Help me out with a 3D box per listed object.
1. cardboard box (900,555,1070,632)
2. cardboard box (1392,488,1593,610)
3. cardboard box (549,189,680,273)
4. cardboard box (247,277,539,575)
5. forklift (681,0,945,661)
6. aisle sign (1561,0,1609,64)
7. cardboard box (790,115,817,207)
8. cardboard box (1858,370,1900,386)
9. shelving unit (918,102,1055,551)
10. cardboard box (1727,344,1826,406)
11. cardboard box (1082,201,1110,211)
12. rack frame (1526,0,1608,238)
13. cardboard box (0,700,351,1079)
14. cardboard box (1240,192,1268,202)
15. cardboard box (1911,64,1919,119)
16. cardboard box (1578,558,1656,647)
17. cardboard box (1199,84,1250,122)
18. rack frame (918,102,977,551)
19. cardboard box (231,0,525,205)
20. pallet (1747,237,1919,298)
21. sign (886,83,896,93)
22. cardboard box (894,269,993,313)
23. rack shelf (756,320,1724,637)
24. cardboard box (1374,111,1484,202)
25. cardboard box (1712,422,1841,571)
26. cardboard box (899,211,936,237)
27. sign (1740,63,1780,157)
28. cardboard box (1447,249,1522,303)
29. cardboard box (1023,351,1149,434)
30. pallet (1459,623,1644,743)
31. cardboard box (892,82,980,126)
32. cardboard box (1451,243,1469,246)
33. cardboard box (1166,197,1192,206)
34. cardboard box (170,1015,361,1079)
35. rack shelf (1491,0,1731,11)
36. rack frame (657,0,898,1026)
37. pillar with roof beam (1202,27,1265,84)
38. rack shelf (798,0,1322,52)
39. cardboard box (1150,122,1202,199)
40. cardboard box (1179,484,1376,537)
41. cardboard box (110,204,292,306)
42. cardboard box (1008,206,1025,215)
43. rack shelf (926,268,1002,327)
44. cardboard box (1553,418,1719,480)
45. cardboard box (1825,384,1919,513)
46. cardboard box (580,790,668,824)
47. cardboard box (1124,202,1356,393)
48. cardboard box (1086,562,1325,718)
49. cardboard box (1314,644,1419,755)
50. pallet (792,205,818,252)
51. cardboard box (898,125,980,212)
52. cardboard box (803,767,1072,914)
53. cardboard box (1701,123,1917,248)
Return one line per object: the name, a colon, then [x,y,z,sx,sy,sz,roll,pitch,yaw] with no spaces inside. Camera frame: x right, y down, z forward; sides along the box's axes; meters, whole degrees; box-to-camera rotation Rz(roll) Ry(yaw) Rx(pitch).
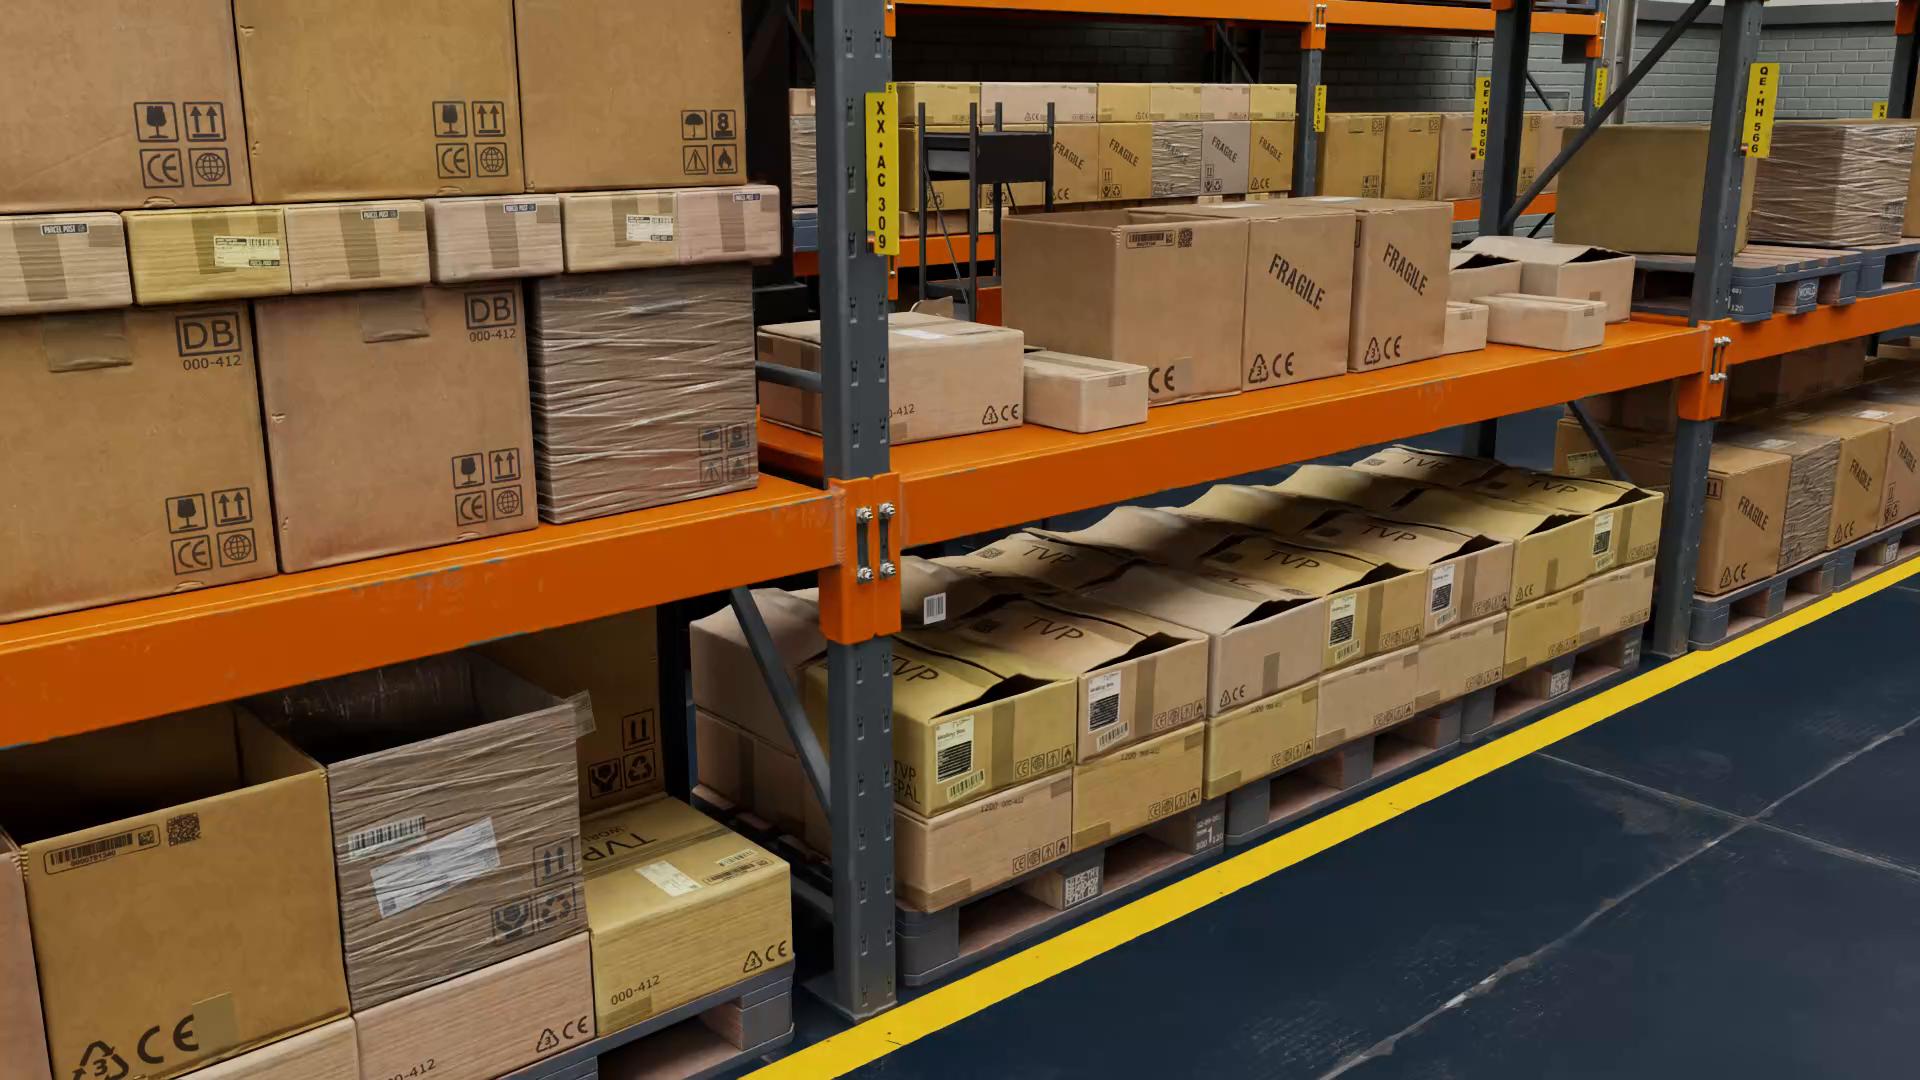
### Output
cardboard box: [-0.020,0.235,4.987,0.500,0.311,0.500,-12,19,-38]
cardboard box: [1.871,-0.003,5.877,0.500,0.311,0.500,-13,20,-40]
cardboard box: [-0.778,-0.639,3.377,0.250,0.149,0.380,-13,20,-41]
cardboard box: [-1.250,-0.287,3.320,0.500,0.500,0.700,-13,20,-40]
forklift: [-1.440,-1.019,6.386,1.130,2.935,3.031,14,20,41]
aisle sign: [5.524,-4.612,14.668,0.004,0.787,0.394,-13,19,-39]
cardboard box: [-1.111,-2.227,9.728,0.700,0.500,0.500,13,20,40]
cardboard box: [4.589,-0.639,8.822,0.500,0.500,0.500,-12,19,-39]
shelving unit: [0.125,-1.042,8.084,0.503,2.100,0.431,-13,19,-39]
cardboard box: [3.852,-0.840,8.119,0.500,0.250,0.500,-13,20,-40]
cardboard box: [0.788,-2.208,11.153,0.250,0.149,0.380,-13,19,-39]
rack frame: [5.272,-3.403,15.176,0.127,3.000,1.000,-13,19,-39]
cardboard box: [-1.492,0.646,3.080,0.500,0.500,0.500,-13,19,-39]
cardboard box: [2.011,-2.454,12.071,0.250,0.149,0.380,-12,19,-38]
cardboard box: [5.721,-2.429,9.399,0.500,0.500,0.500,-13,19,-39]
cardboard box: [2.255,0.178,6.284,0.500,0.250,0.500,-12,19,-38]
cardboard box: [1.678,-3.075,11.689,0.500,0.250,0.500,-12,19,-38]
rack frame: [-0.059,-1.001,7.929,0.015,2.100,0.400,-13,19,-39]
cardboard box: [-1.237,-0.919,3.170,0.500,0.500,0.700,-13,20,-39]
pallet: [3.956,-1.321,7.756,1.213,0.211,1.003,-13,19,-39]
sign: [-0.399,-2.465,9.574,0.005,0.325,0.100,-13,19,-39]
cardboard box: [-0.122,-1.311,10.697,0.750,0.750,0.750,-13,20,-40]
rack shelf: [0.983,-0.397,5.319,4.000,0.370,1.077,-13,19,-39]
cardboard box: [3.771,-3.207,13.861,0.700,0.700,0.980,-14,20,-42]
cardboard box: [3.414,-0.200,7.177,0.500,0.500,0.500,-14,20,-41]
cardboard box: [-0.362,-1.946,10.173,0.250,0.149,0.380,-13,20,-40]
sign: [2.859,-1.536,5.943,0.005,0.325,0.100,-13,19,-39]
cardboard box: [1.690,-0.927,6.080,0.500,0.311,0.500,-13,20,-40]
cardboard box: [0.277,-0.395,4.403,0.250,0.149,0.380,-13,19,-39]
pallet: [1.845,0.395,6.361,1.213,0.211,1.003,-13,19,-39]
cardboard box: [-0.229,-2.643,10.070,0.500,0.250,0.500,-12,19,-38]
cardboard box: [4.391,-2.547,14.747,0.250,0.149,0.380,-13,19,-39]
cardboard box: [1.397,-2.334,11.623,0.250,0.149,0.380,-13,19,-39]
cardboard box: [-1.483,1.011,3.167,0.500,0.250,0.500,-13,19,-39]
rack shelf: [0.983,-1.847,4.932,4.000,0.370,1.077,-13,19,-39]
rack frame: [-0.526,-0.406,3.958,0.127,3.000,1.000,-13,19,-39]
pillar with roof beam: [5.041,-5.072,9.802,0.400,9.000,9.100,-13,19,-39]
rack shelf: [0.746,-3.488,11.077,4.000,0.370,1.077,-13,19,-39]
cardboard box: [1.309,-2.628,11.466,0.500,0.500,0.500,-13,19,-39]
cardboard box: [1.127,-0.021,5.944,0.500,0.311,0.500,-13,20,-41]
cardboard box: [-1.359,-0.508,2.889,0.250,0.149,0.380,-13,20,-40]
cardboard box: [0.198,-2.083,10.682,0.250,0.149,0.380,-13,20,-40]
rack shelf: [0.125,-1.029,8.088,0.480,0.518,0.431,-13,19,-39]
cardboard box: [3.043,-0.293,7.525,0.500,0.500,0.500,-12,19,-37]
cardboard box: [4.568,-0.460,8.150,0.500,0.500,0.500,-12,19,-39]
cardboard box: [-1.075,0.739,4.185,0.500,0.250,0.500,-13,19,-39]
cardboard box: [0.840,-0.755,5.072,0.500,0.500,0.500,-13,19,-39]
cardboard box: [0.720,0.255,4.910,0.500,0.311,0.500,-14,20,-41]
cardboard box: [1.101,0.439,5.309,0.500,0.250,0.500,-12,19,-38]
pallet: [-1.230,-1.813,9.598,1.003,0.211,1.213,-13,19,-39]
cardboard box: [-0.228,-2.282,10.170,0.500,0.500,0.500,-12,19,-38]
cardboard box: [-0.059,0.699,4.334,0.500,0.250,0.500,-13,20,-41]
cardboard box: [3.708,-1.581,7.350,0.500,0.500,0.700,-9,17,-29]
